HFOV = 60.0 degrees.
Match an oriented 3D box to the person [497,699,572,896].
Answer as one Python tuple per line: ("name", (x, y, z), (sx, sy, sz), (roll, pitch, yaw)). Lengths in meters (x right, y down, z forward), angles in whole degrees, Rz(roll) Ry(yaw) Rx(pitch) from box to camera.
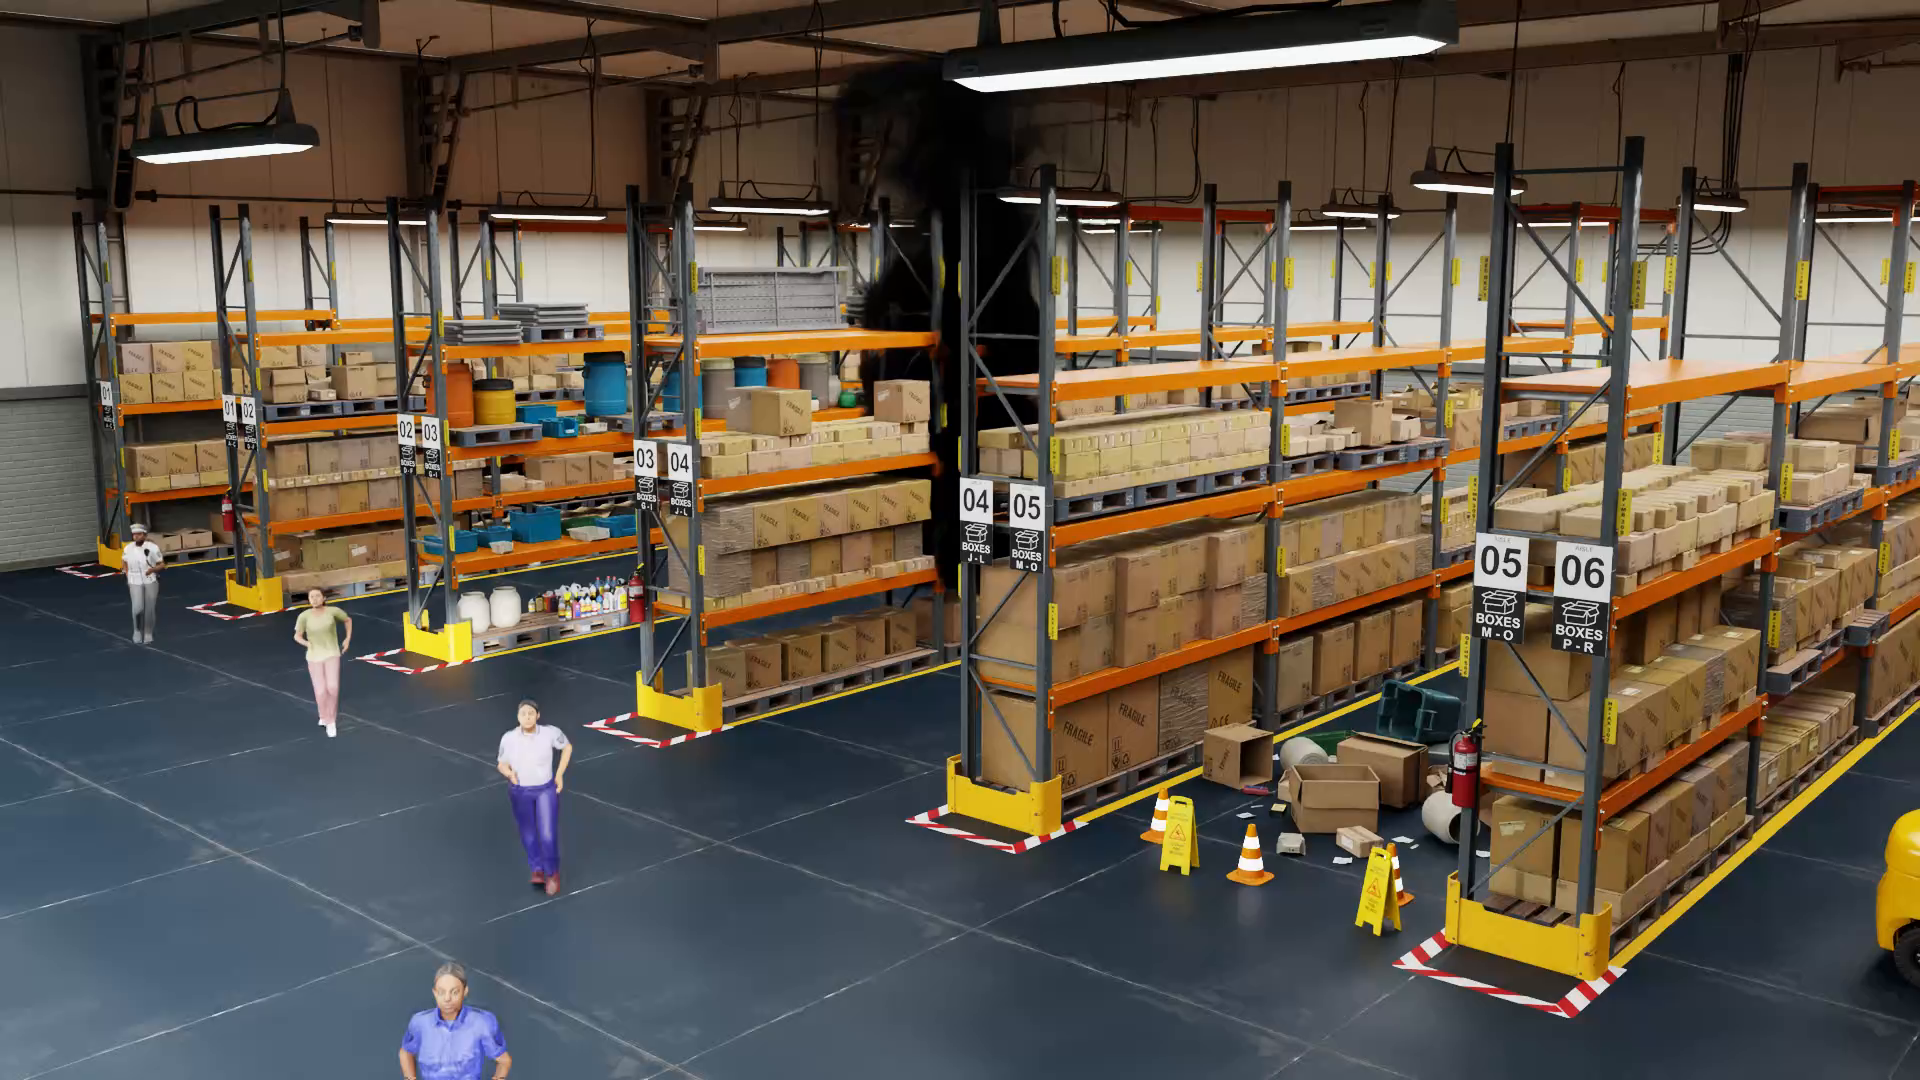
("person", (-3.498, 2.135, 13.677), (0.580, 1.639, 0.685), (-1, 10, -6))

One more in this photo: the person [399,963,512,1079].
("person", (-2.611, 2.976, 8.615), (0.577, 1.643, 0.727), (-1, 10, -9))

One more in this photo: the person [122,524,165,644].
("person", (-11.103, 0.598, 22.617), (0.555, 1.675, 0.624), (-3, 10, -19))

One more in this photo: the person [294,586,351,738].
("person", (-7.034, 1.329, 18.394), (0.581, 1.675, 0.692), (-3, 10, -15))
